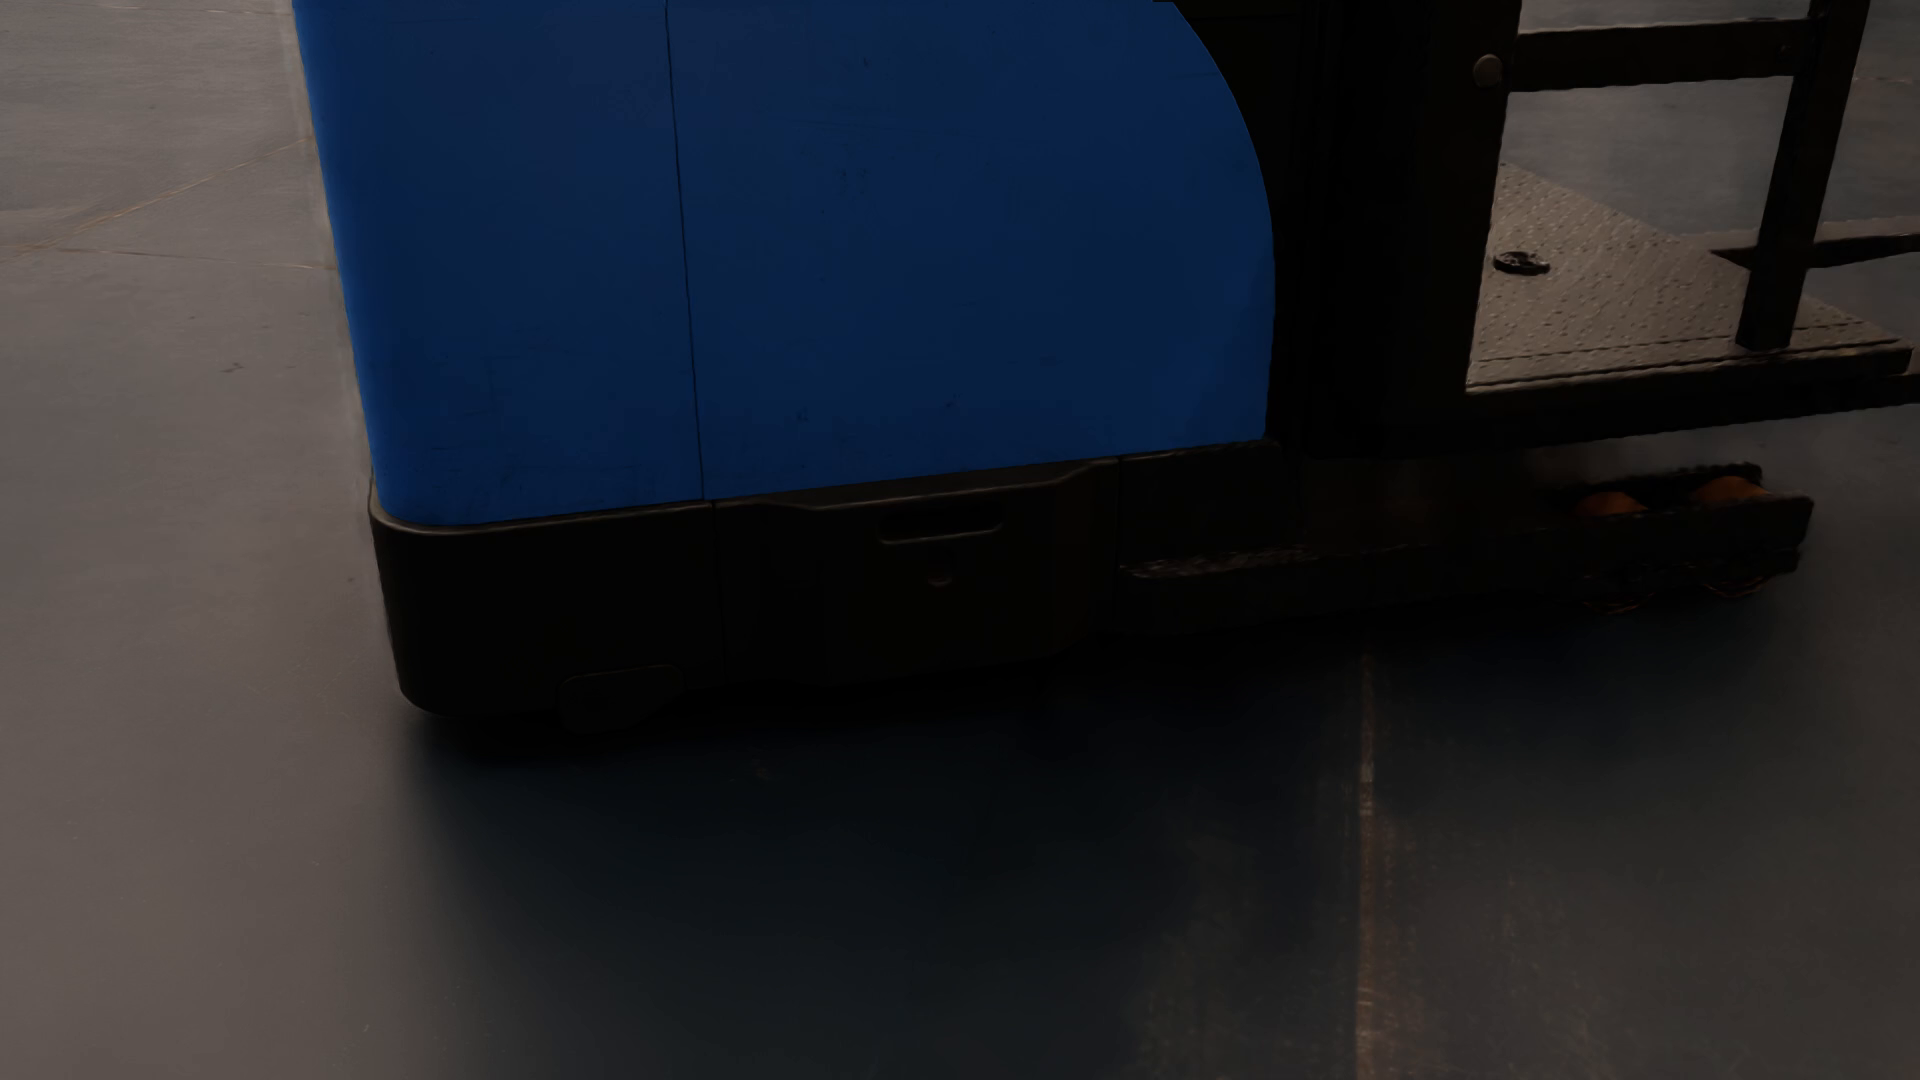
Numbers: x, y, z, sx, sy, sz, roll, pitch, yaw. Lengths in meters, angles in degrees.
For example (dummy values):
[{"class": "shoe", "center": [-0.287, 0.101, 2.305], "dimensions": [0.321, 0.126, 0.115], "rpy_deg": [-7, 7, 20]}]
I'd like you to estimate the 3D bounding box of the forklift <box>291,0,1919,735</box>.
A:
[{"class": "forklift", "center": [0.684, -1.429, 2.079], "dimensions": [3.031, 2.935, 1.130], "rpy_deg": [-7, 28, -13]}]
